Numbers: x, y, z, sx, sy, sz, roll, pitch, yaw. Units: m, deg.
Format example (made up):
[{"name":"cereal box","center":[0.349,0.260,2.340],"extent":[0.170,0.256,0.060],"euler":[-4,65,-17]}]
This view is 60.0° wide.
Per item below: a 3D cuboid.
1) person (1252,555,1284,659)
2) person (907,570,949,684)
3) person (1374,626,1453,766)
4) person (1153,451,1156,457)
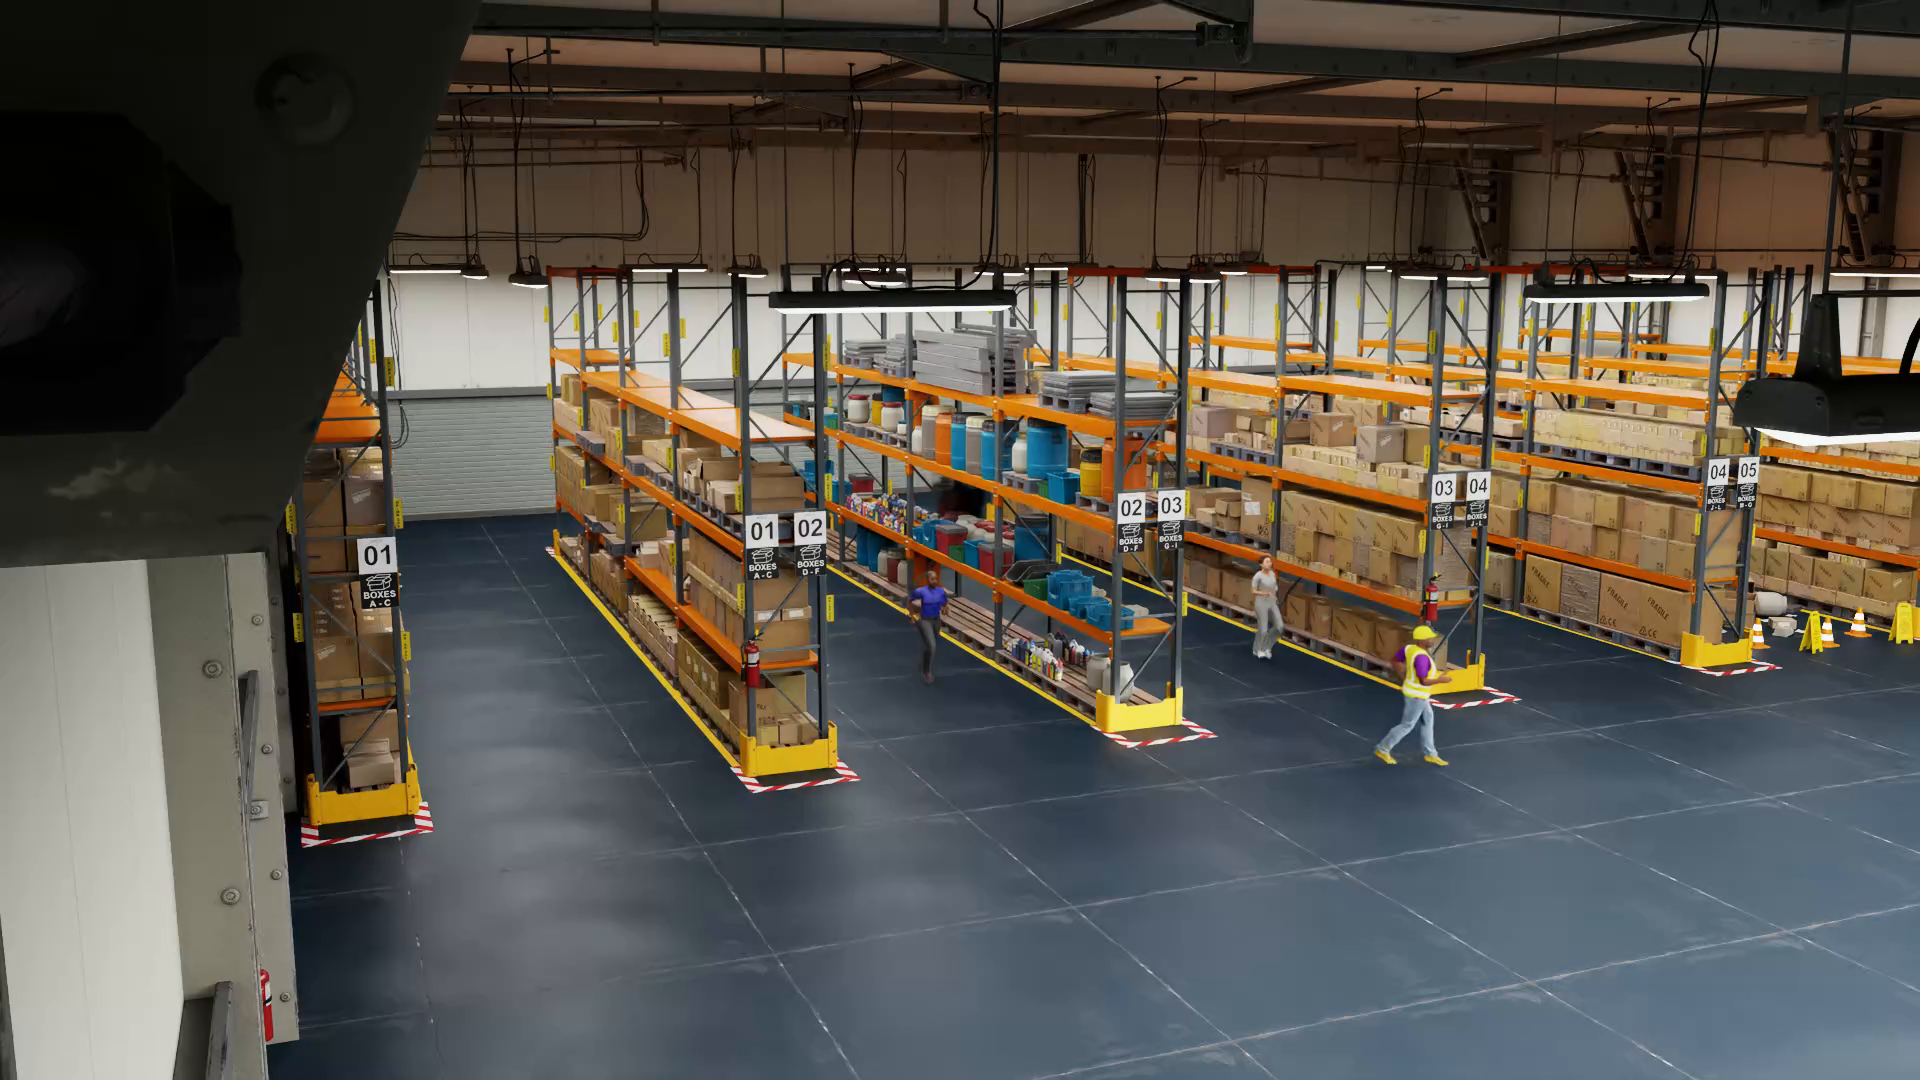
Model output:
[{"name":"person","center":[4.785,1.051,25.840],"extent":[0.548,1.656,0.616],"euler":[-4,11,-24]},{"name":"person","center":[-0.441,1.281,24.588],"extent":[0.536,1.690,0.801],"euler":[-6,11,-30]},{"name":"person","center":[5.582,1.928,20.420],"extent":[0.935,1.781,0.654],"euler":[1,10,7]},{"name":"person","center":[4.547,-1.231,38.772],"extent":[0.687,1.711,0.553],"euler":[-1,10,-8]}]
